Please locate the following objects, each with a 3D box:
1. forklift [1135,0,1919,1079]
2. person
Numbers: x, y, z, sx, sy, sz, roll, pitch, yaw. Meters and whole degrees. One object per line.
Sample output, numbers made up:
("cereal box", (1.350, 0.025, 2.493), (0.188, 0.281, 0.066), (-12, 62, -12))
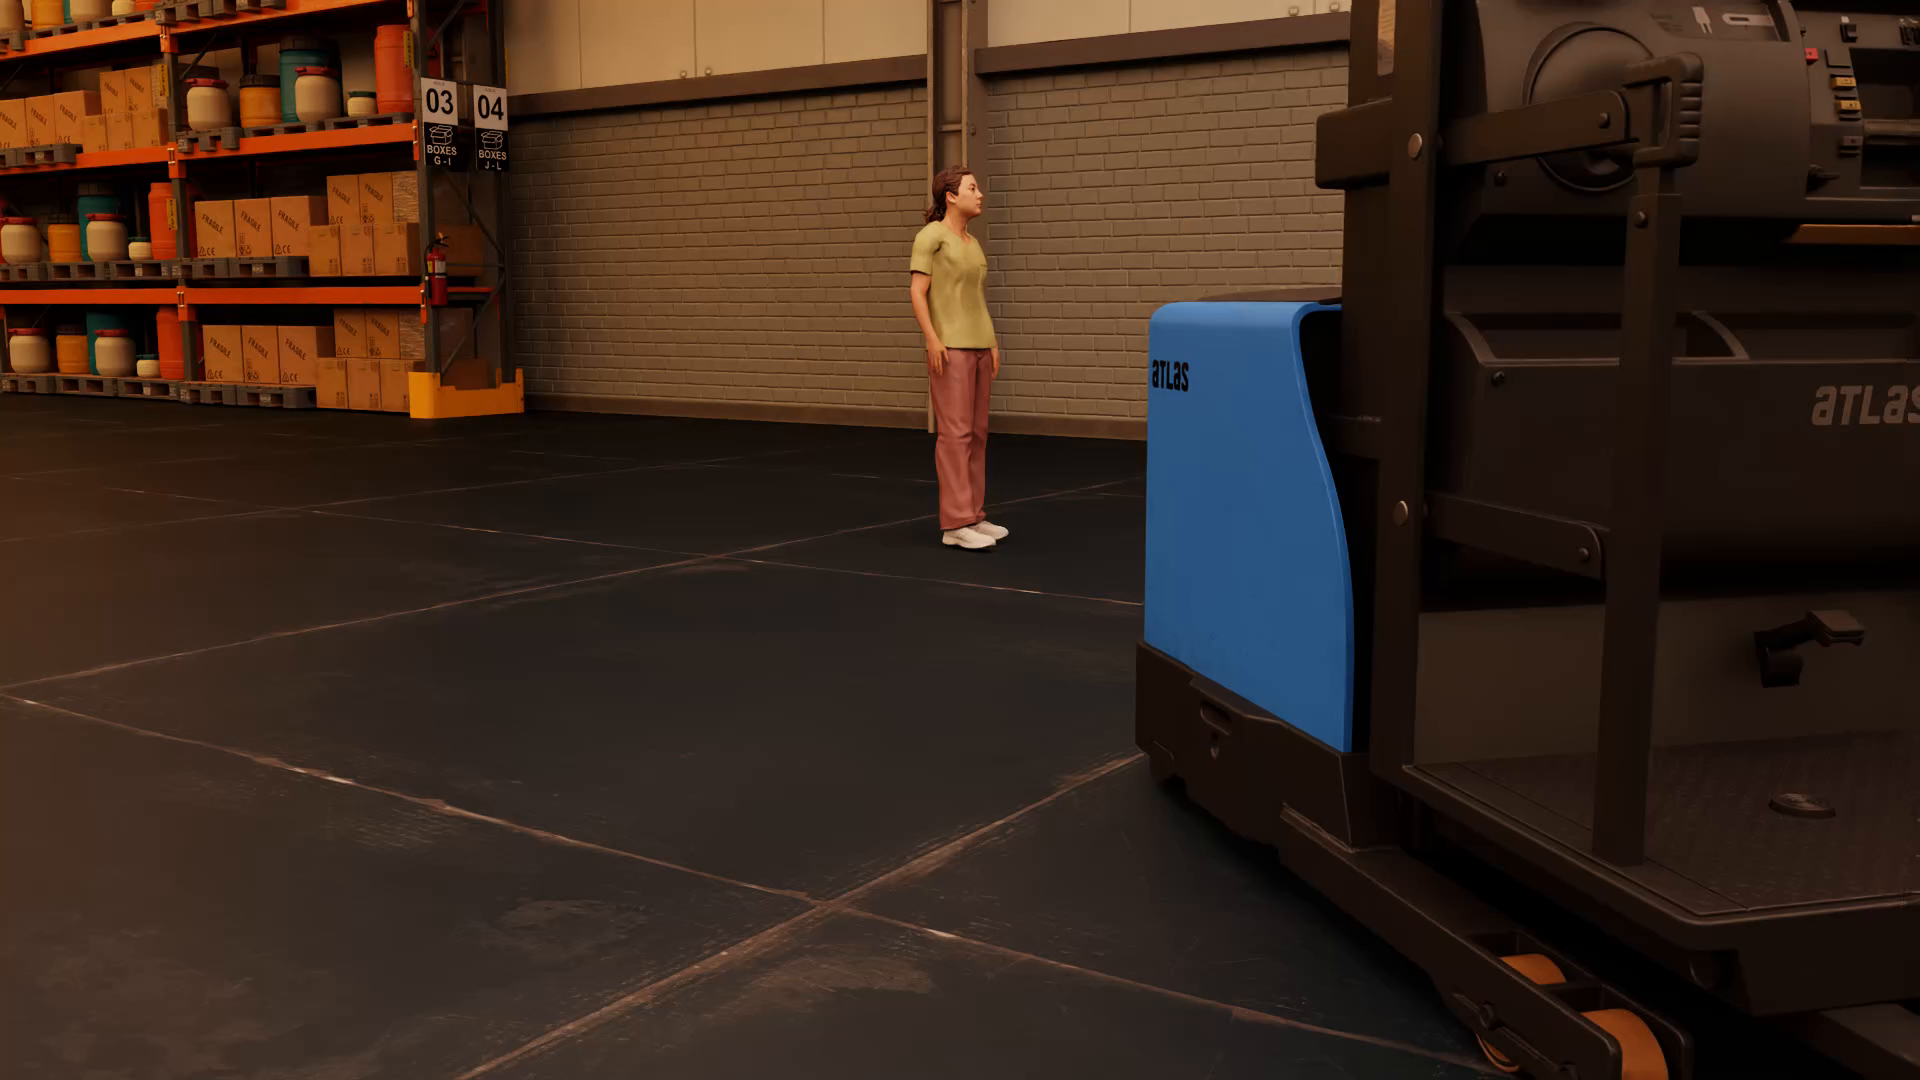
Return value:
("forklift", (1.259, -0.735, 2.360), (1.130, 2.935, 3.031), (-2, 8, -14))
("person", (0.055, -0.830, 7.434), (0.548, 1.673, 0.553), (5, 10, 34))
